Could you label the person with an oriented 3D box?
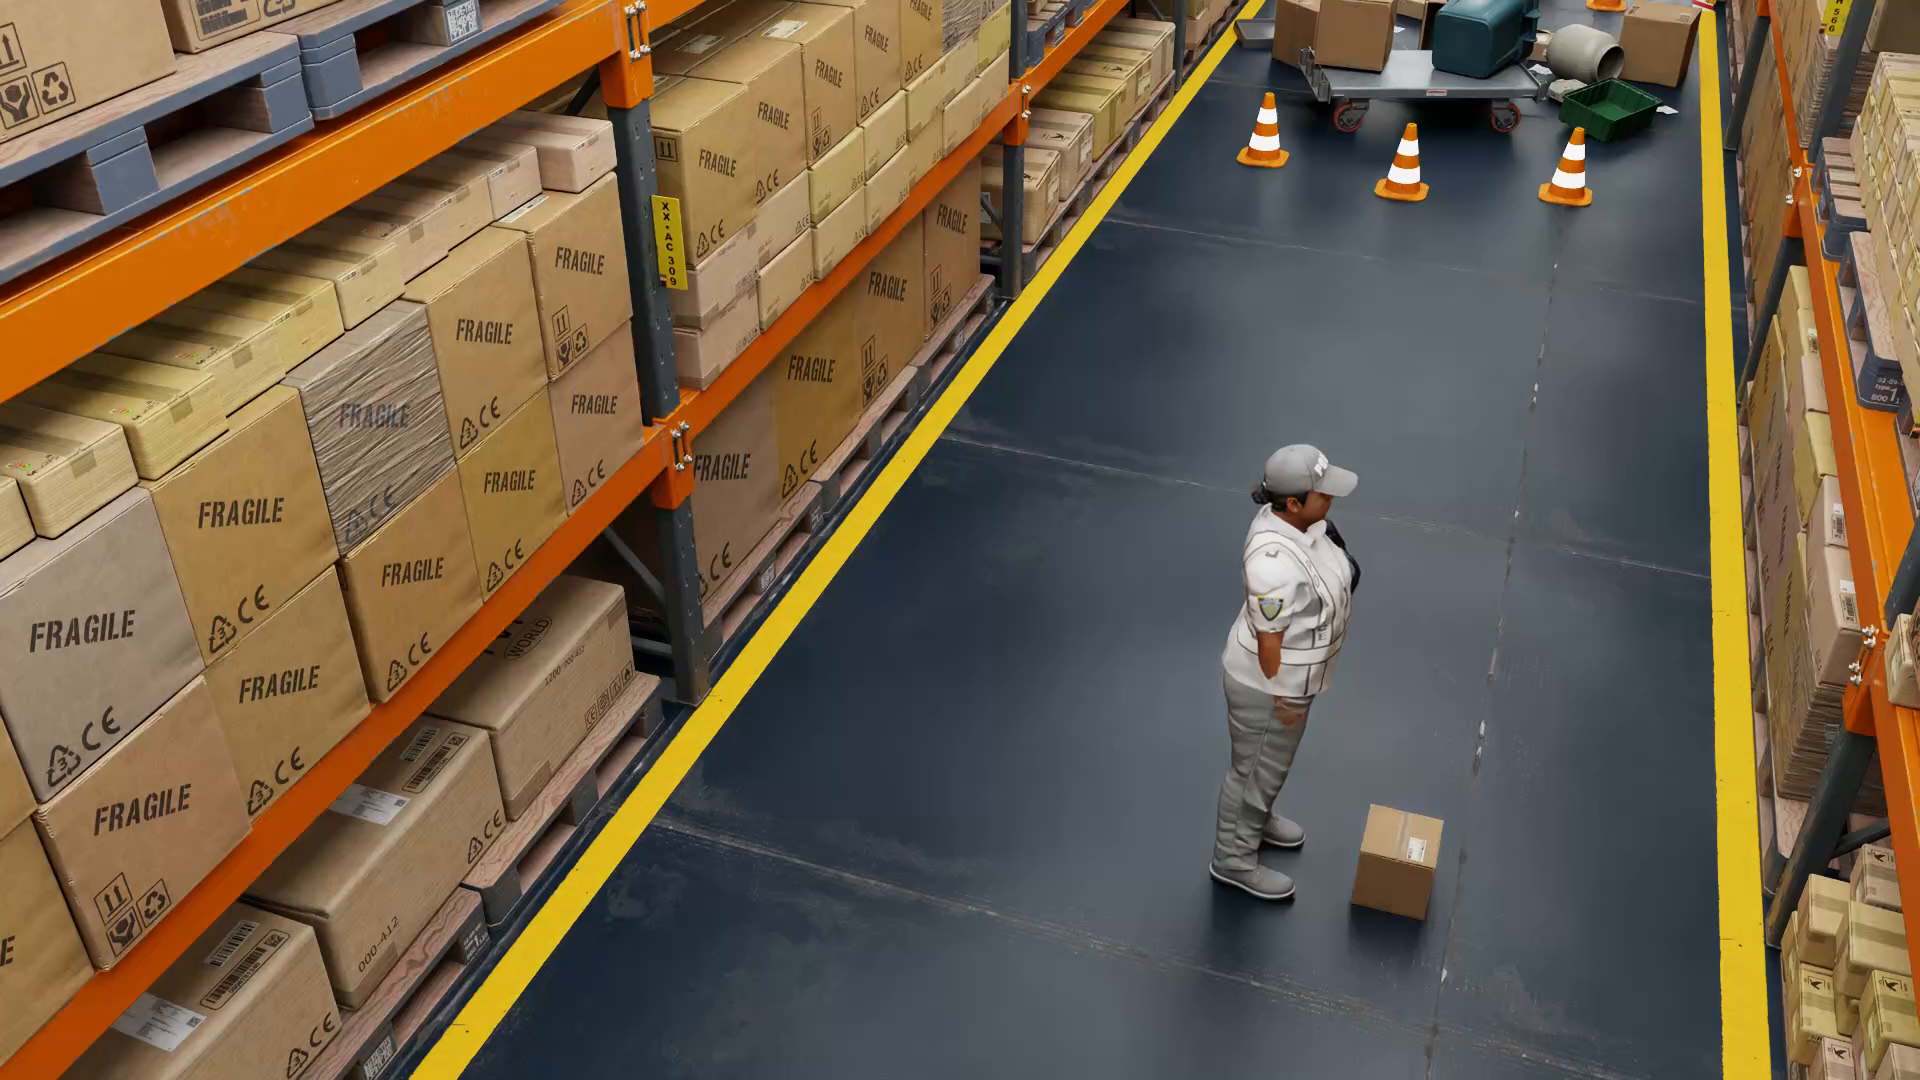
[{"bbox_3d":[1.062,0.423,5.487,0.383,1.668,0.468,12,35,17],"label":"person"}]
